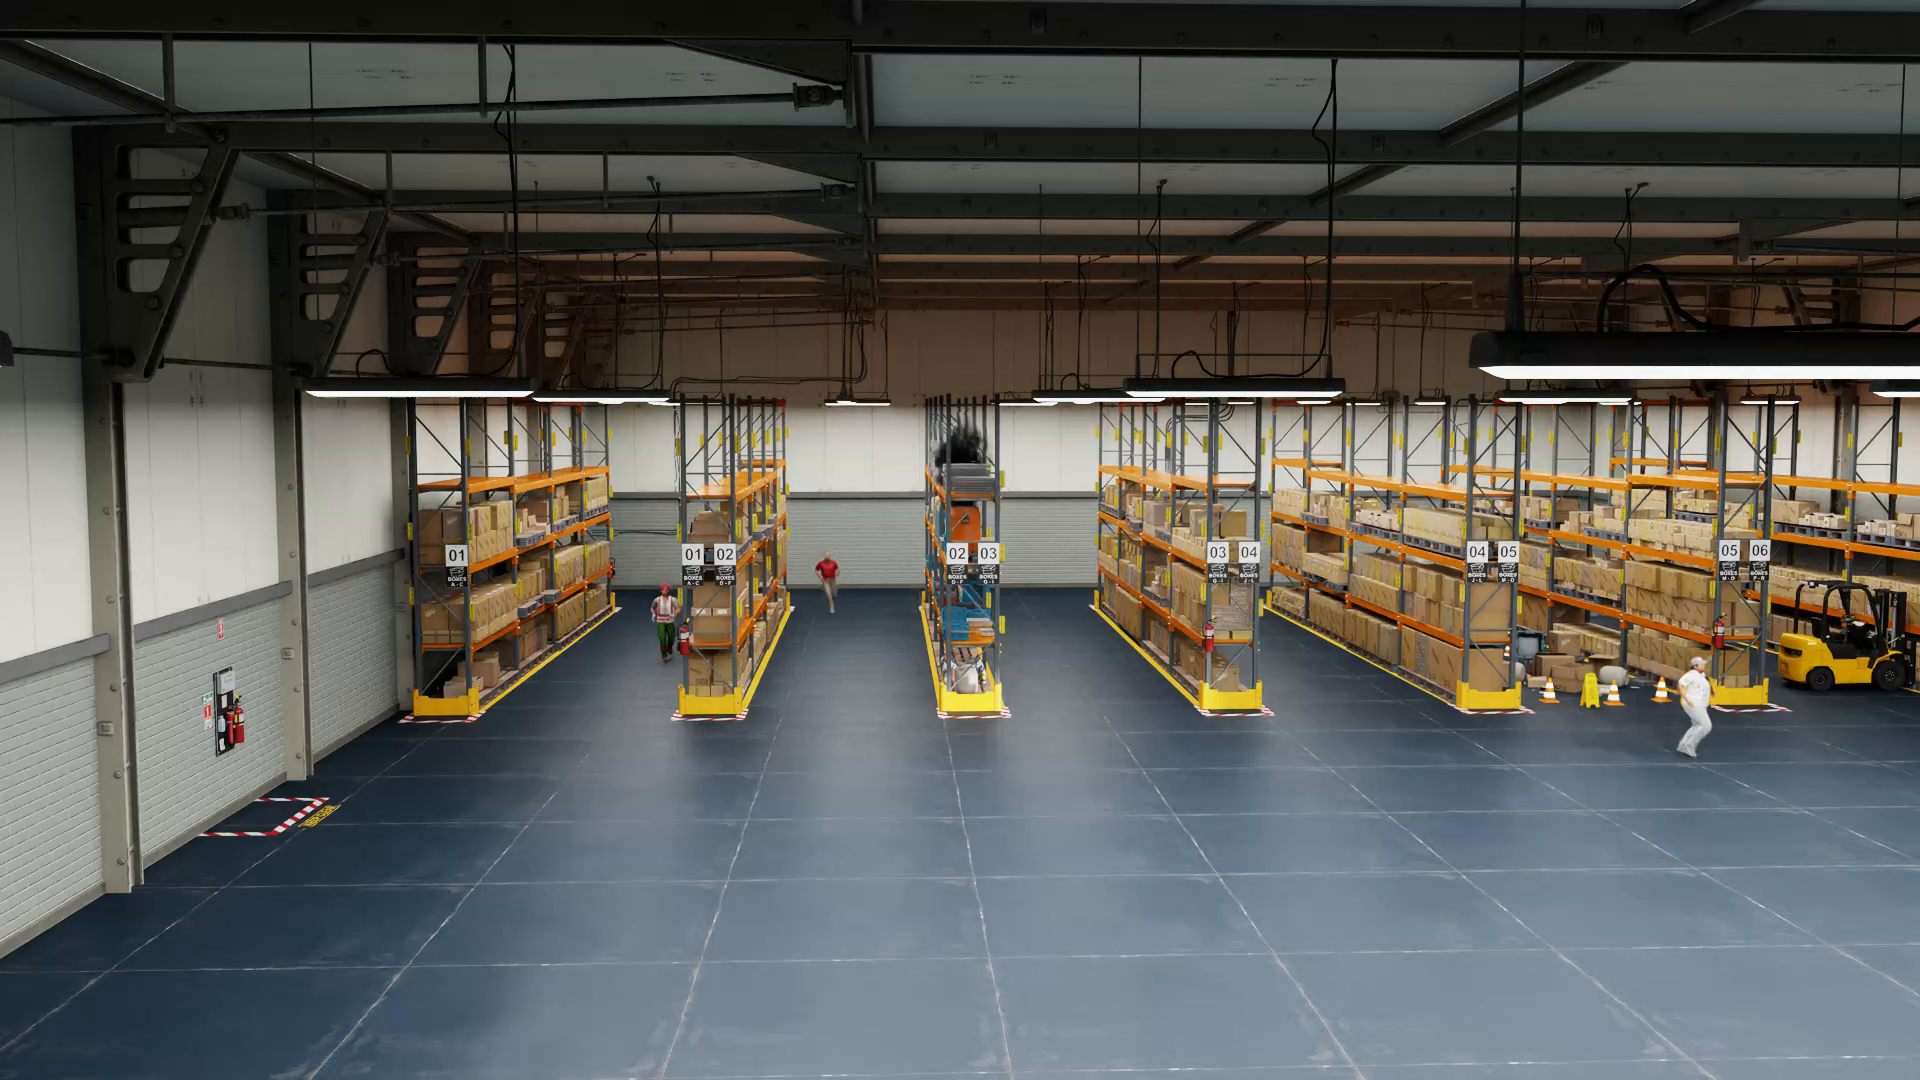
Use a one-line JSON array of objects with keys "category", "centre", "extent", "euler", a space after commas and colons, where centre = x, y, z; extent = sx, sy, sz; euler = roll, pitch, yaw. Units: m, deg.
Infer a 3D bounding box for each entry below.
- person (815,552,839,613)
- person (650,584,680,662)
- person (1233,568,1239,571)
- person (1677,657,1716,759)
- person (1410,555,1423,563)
[{"category": "person", "centre": [-3.734, 1.189, 46.866], "extent": [0.678, 1.710, 0.740], "euler": [-2, 5, -19]}, {"category": "person", "centre": [-6.692, 1.869, 37.757], "extent": [0.663, 1.748, 0.780], "euler": [-1, 5, -10]}, {"category": "person", "centre": [7.681, 1.112, 48.238], "extent": [0.529, 1.625, 0.744], "euler": [-3, 5, -34]}, {"category": "person", "centre": [12.099, 2.751, 27.302], "extent": [0.593, 1.650, 0.663], "euler": [4, 6, 44]}, {"category": "person", "centre": [13.518, 0.929, 49.378], "extent": [0.772, 1.756, 0.675], "euler": [0, 5, 0]}]
